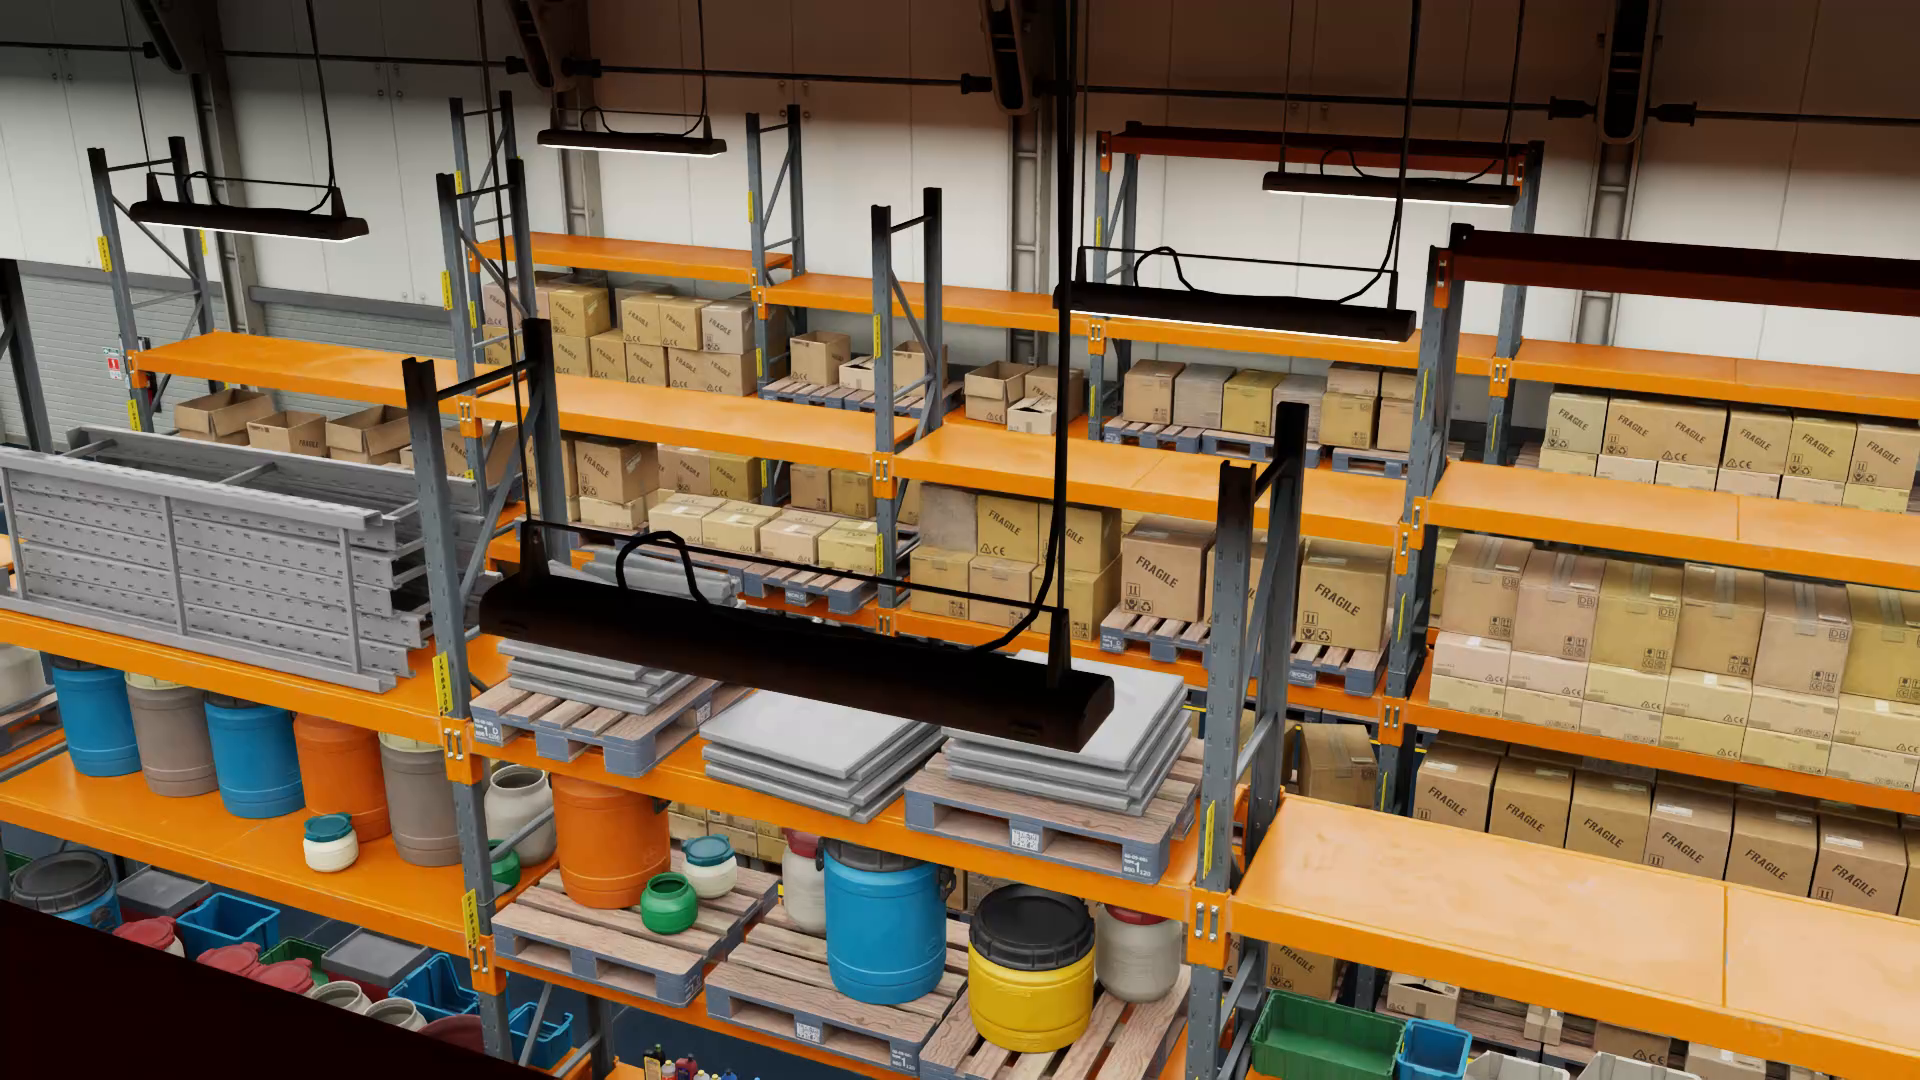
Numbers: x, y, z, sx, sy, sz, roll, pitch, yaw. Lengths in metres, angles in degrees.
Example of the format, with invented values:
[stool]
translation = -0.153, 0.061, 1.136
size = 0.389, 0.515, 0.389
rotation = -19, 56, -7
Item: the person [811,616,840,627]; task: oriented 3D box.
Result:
[person]
translation = -1.494, 1.008, 17.802
size = 0.969, 1.510, 0.453
rotation = 0, 21, -1
